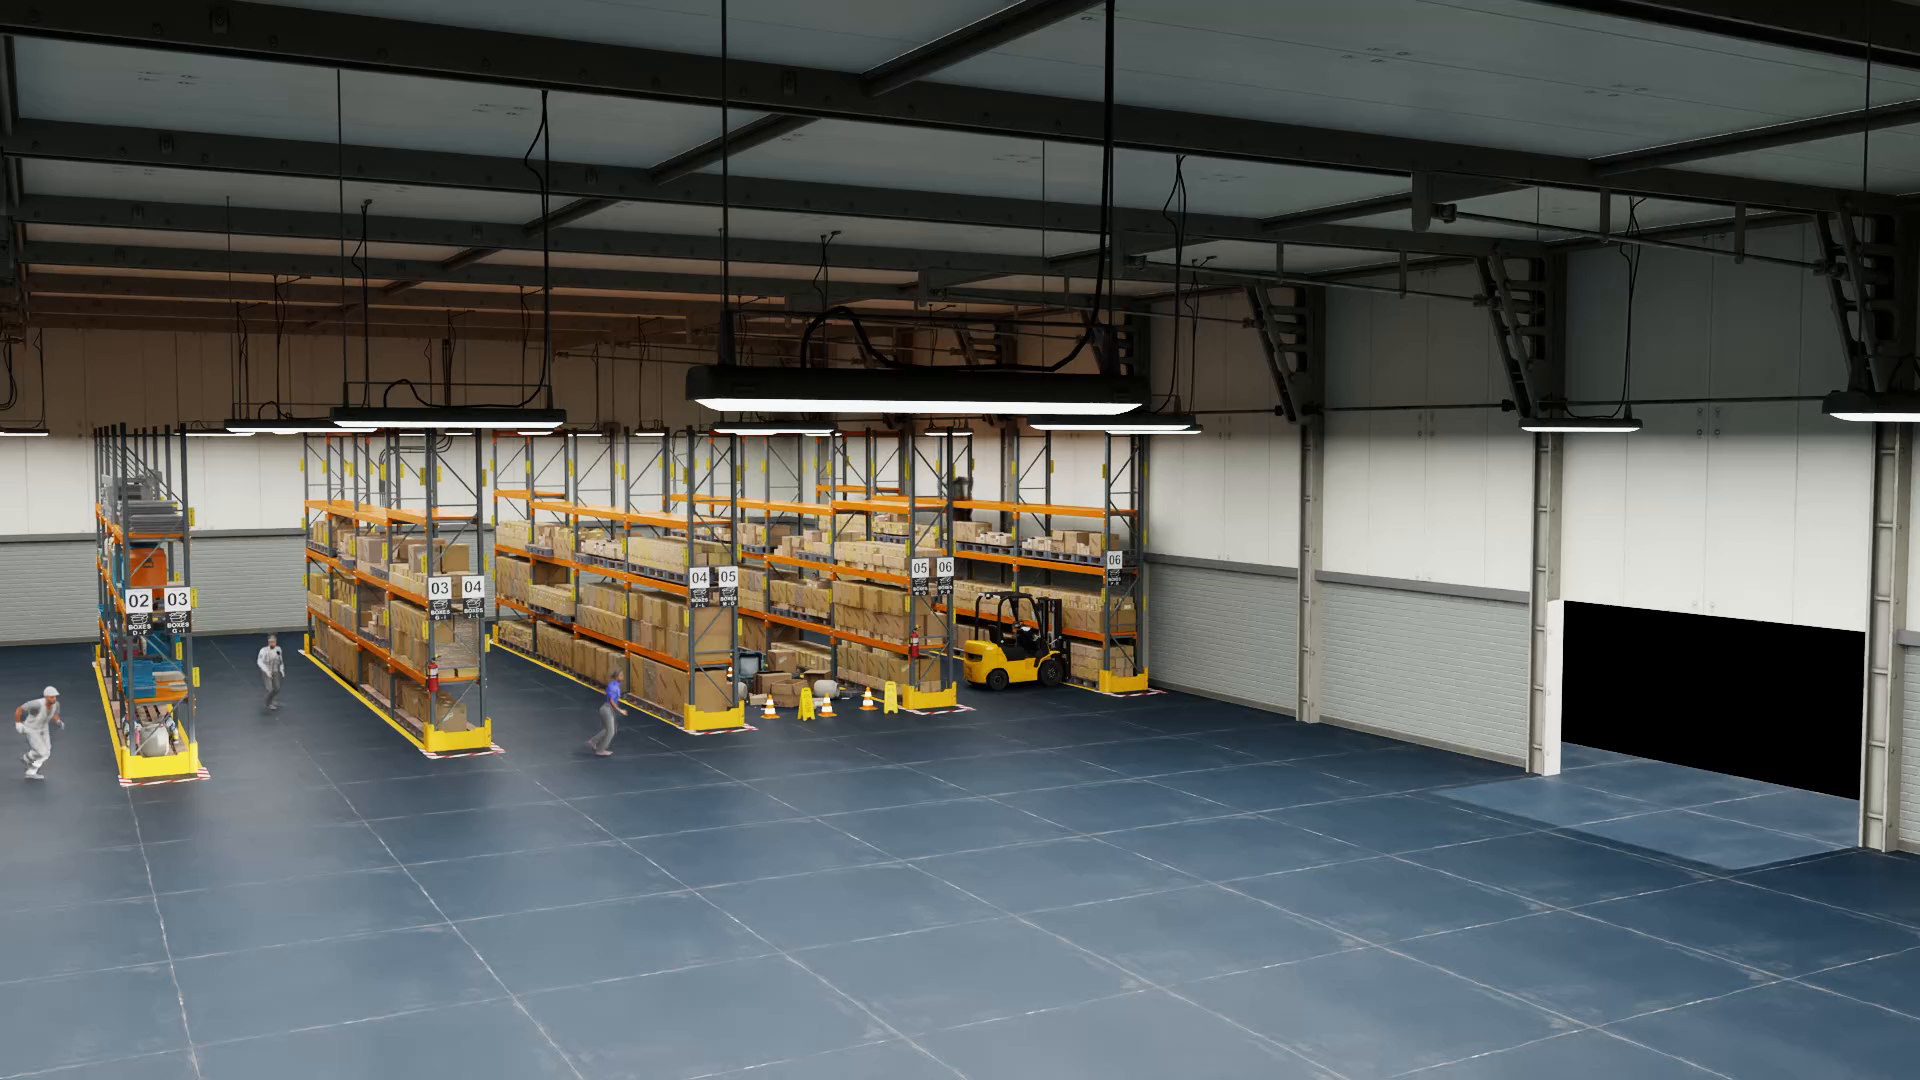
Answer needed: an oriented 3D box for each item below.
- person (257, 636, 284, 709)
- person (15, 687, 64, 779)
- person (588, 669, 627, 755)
[{"bbox_3d":[-14.654,2.798,35.247,0.699,1.608,0.576,3,4,38],"label":"person"},{"bbox_3d":[-15.451,3.243,27.881,0.836,1.589,0.699,1,4,22],"label":"person"},{"bbox_3d":[-6.386,3.115,30.113,0.728,1.567,0.555,0,3,-5],"label":"person"}]
